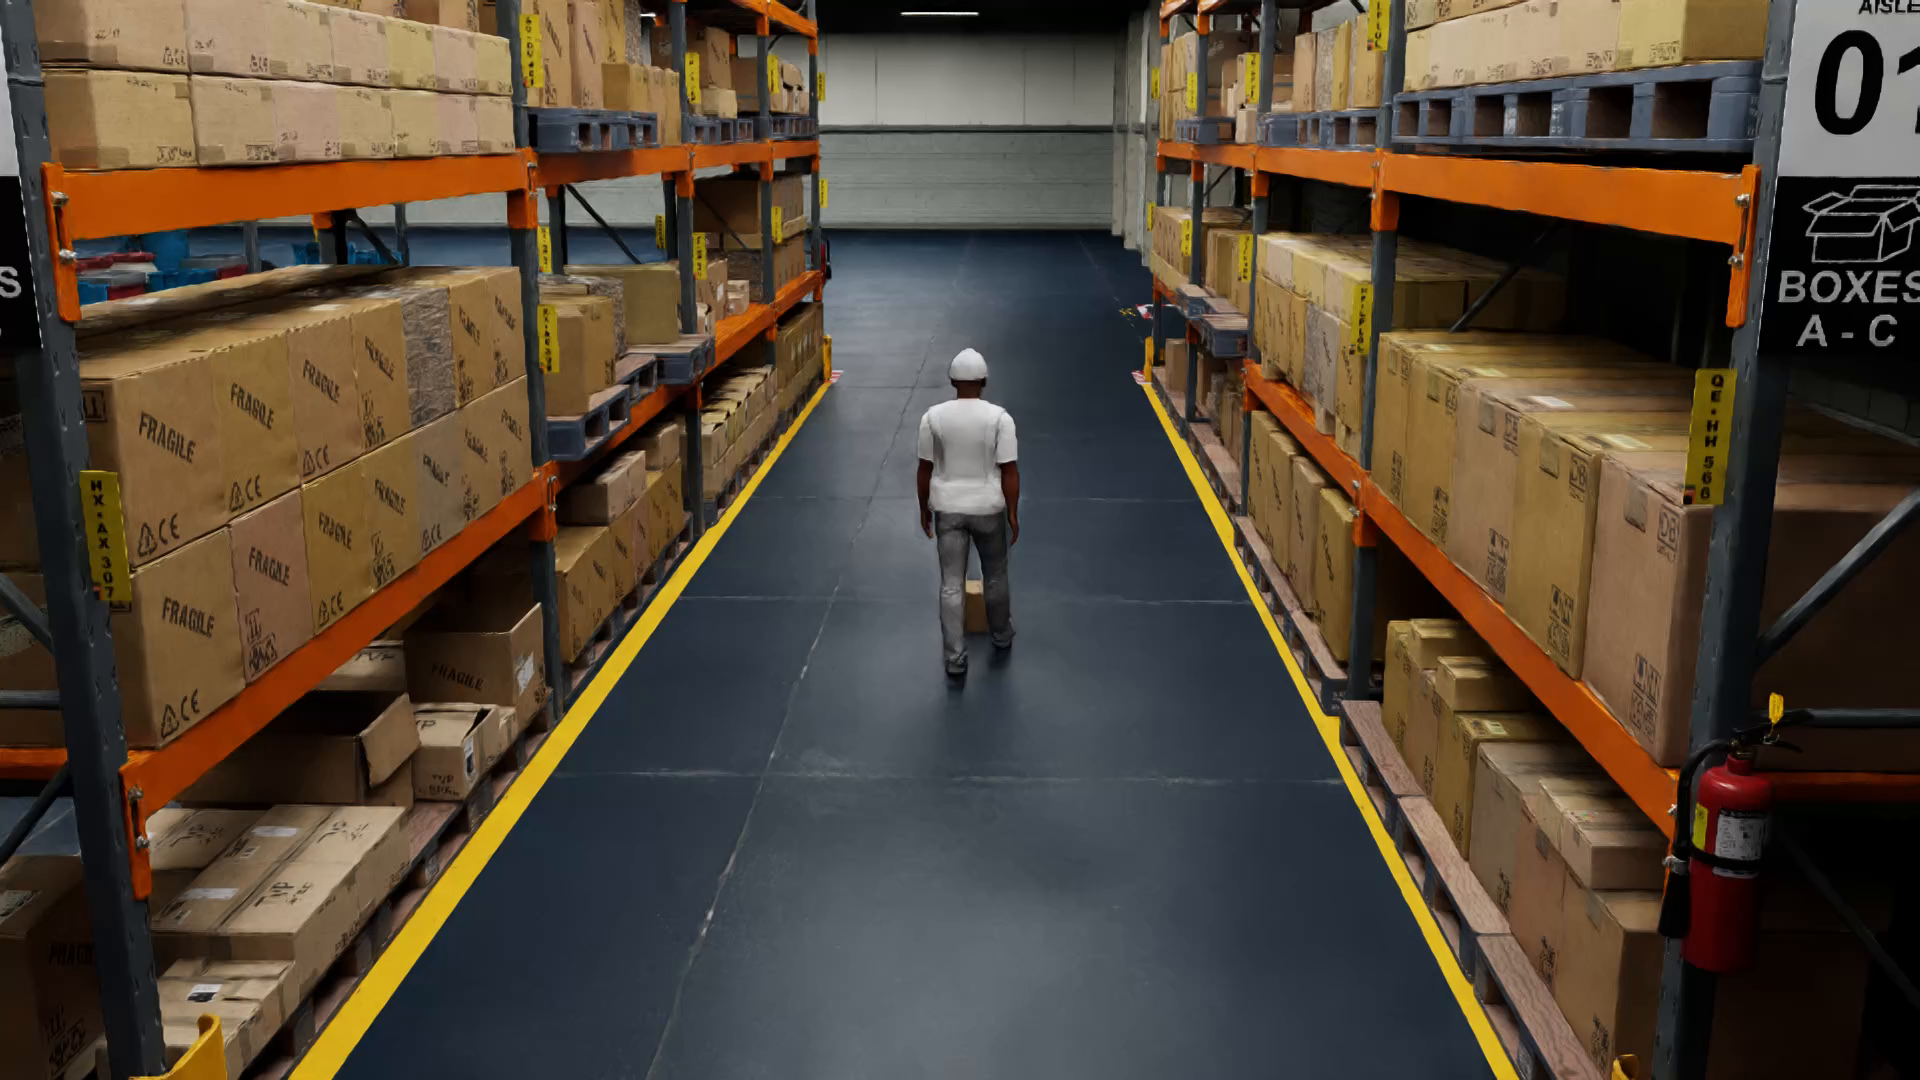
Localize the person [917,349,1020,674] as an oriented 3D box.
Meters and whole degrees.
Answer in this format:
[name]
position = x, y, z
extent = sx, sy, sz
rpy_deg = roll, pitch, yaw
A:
[person]
position = 0.055, -0.202, 9.233
extent = 0.567, 1.747, 0.792
rpy_deg = 1, 14, 4
